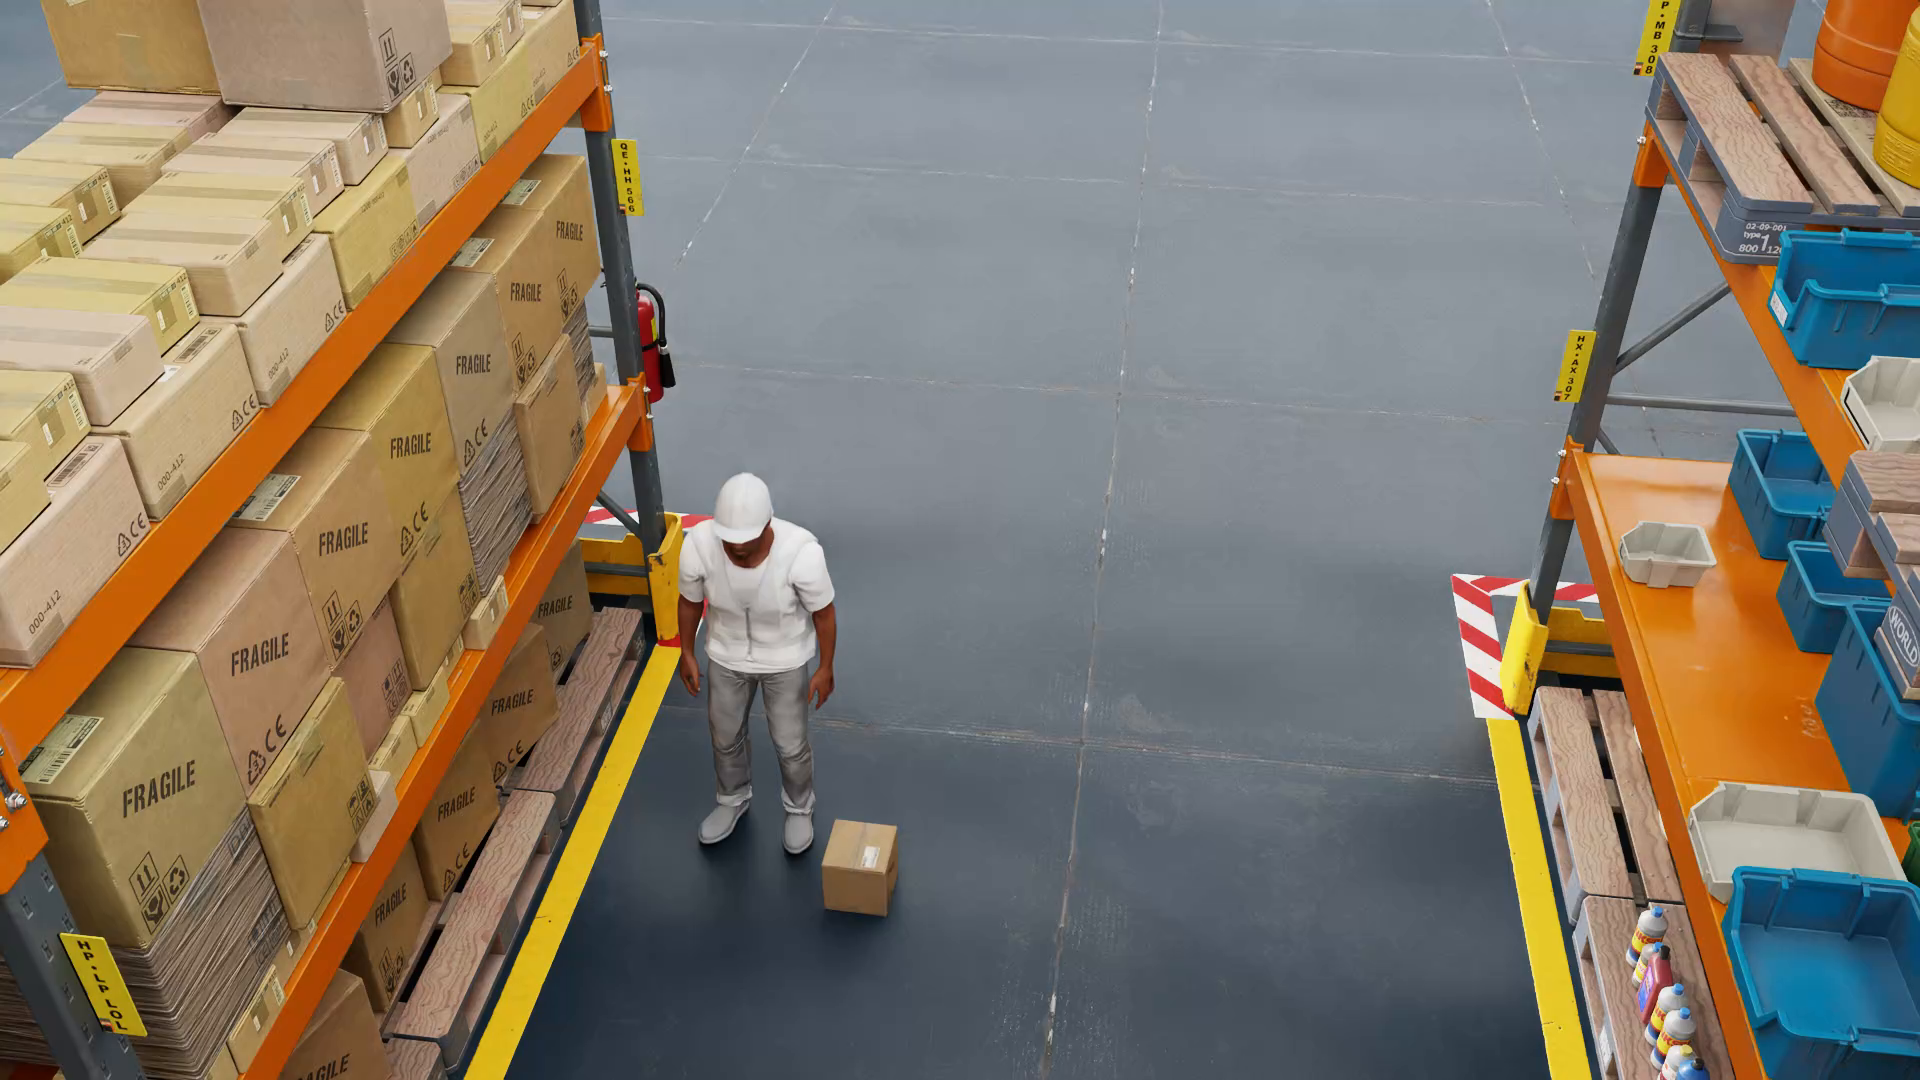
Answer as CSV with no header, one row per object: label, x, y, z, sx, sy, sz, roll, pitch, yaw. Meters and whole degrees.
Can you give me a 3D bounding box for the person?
person,-0.777,0.466,6.385,0.616,1.756,0.459,5,36,7
